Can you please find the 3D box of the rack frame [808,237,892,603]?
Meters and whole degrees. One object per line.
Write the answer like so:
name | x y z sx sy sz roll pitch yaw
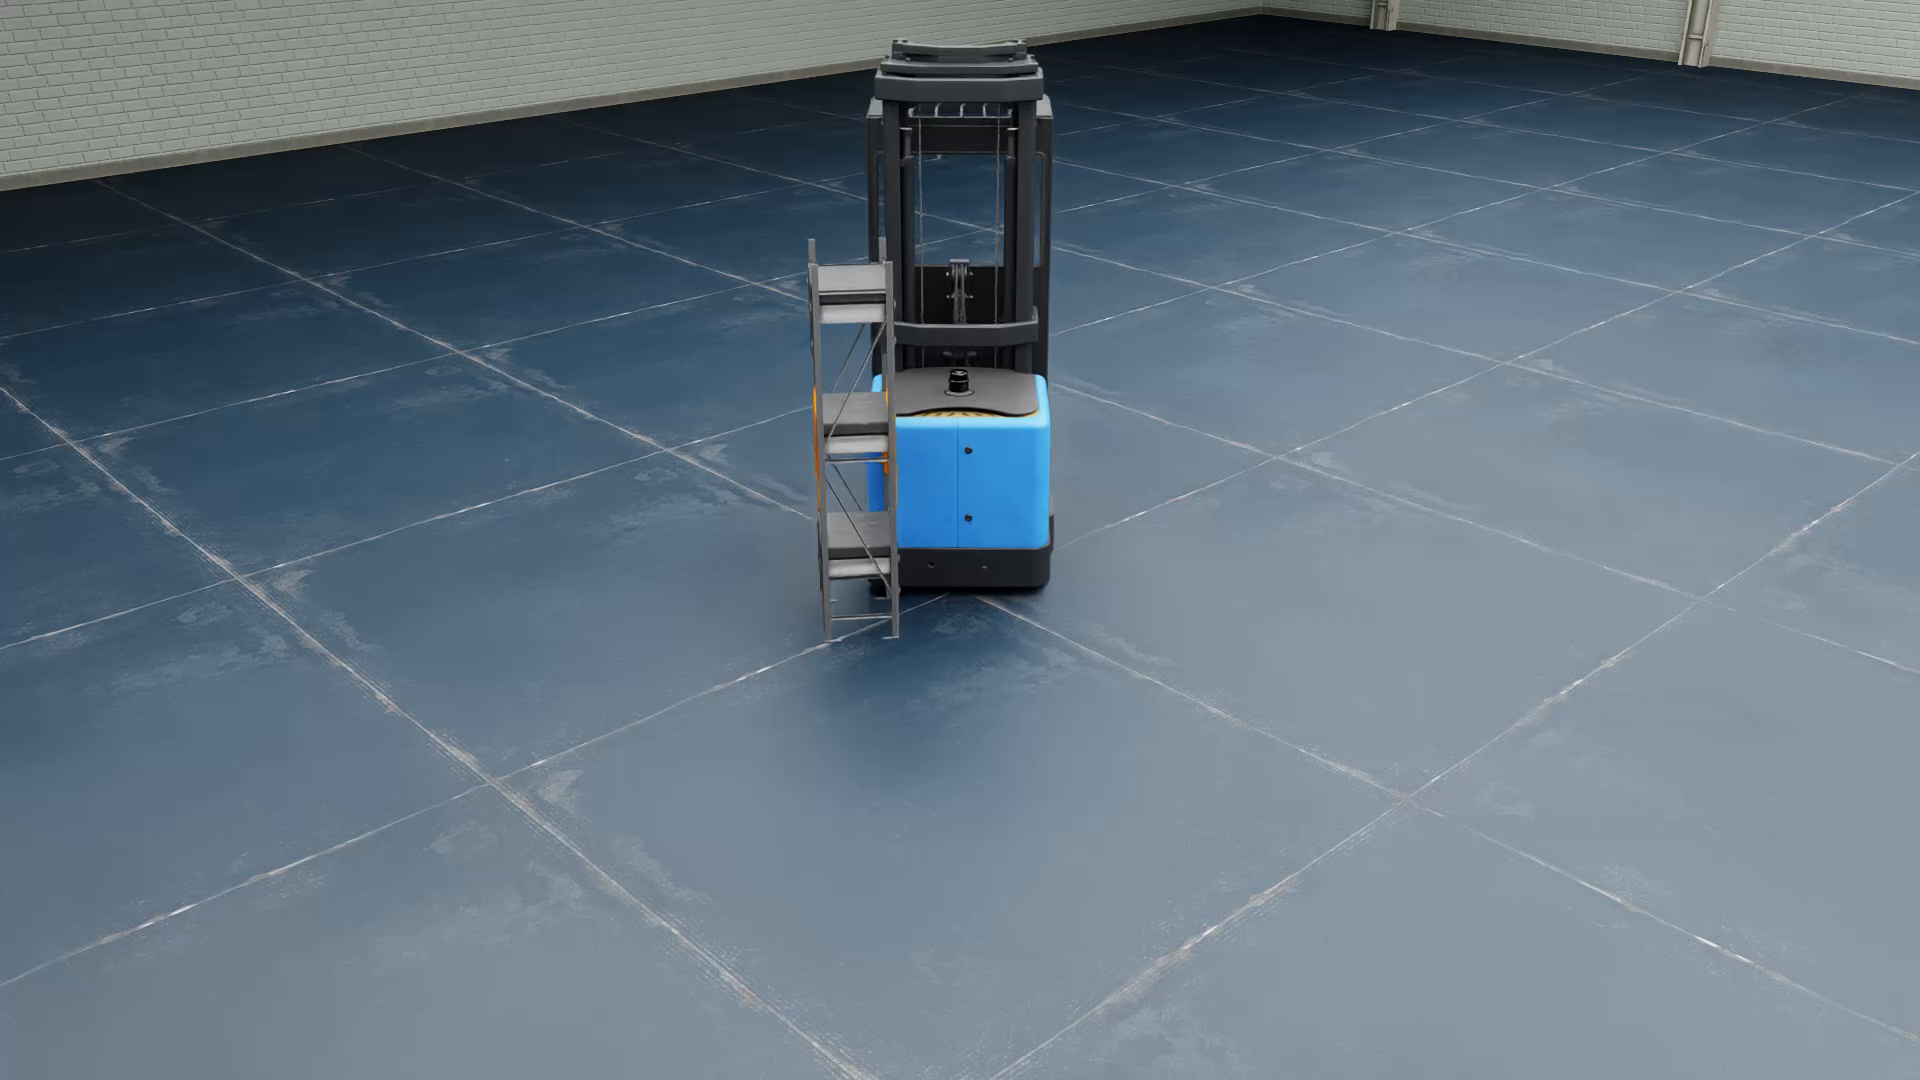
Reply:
rack frame | -0.586 -0.608 9.053 0.400 2.100 0.015 -3 25 -6

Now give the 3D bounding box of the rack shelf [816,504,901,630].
rack shelf | -0.560 0.142 9.129 0.431 0.518 0.480 -3 25 -6

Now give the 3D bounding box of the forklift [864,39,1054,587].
forklift | -0.001 -1.630 10.291 1.130 2.935 3.031 0 25 0

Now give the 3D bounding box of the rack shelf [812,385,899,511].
rack shelf | -0.560 -0.495 8.838 0.431 0.518 0.480 -3 25 -6

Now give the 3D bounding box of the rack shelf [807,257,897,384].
rack shelf | -0.560 -1.132 8.547 0.431 0.518 0.480 -3 25 -6

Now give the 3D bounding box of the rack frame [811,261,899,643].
rack frame | -0.533 -0.407 8.612 0.400 2.100 0.015 -3 25 -6

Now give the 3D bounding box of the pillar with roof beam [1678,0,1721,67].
pillar with roof beam | 8.948 -10.702 22.866 9.100 9.000 0.400 -21 32 -38

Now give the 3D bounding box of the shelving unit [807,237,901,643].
shelving unit | -0.560 -0.507 8.832 0.431 2.100 0.503 -3 25 -6

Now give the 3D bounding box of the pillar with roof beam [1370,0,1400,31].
pillar with roof beam | 4.847 -12.519 26.851 9.100 9.000 0.400 -21 32 -38
